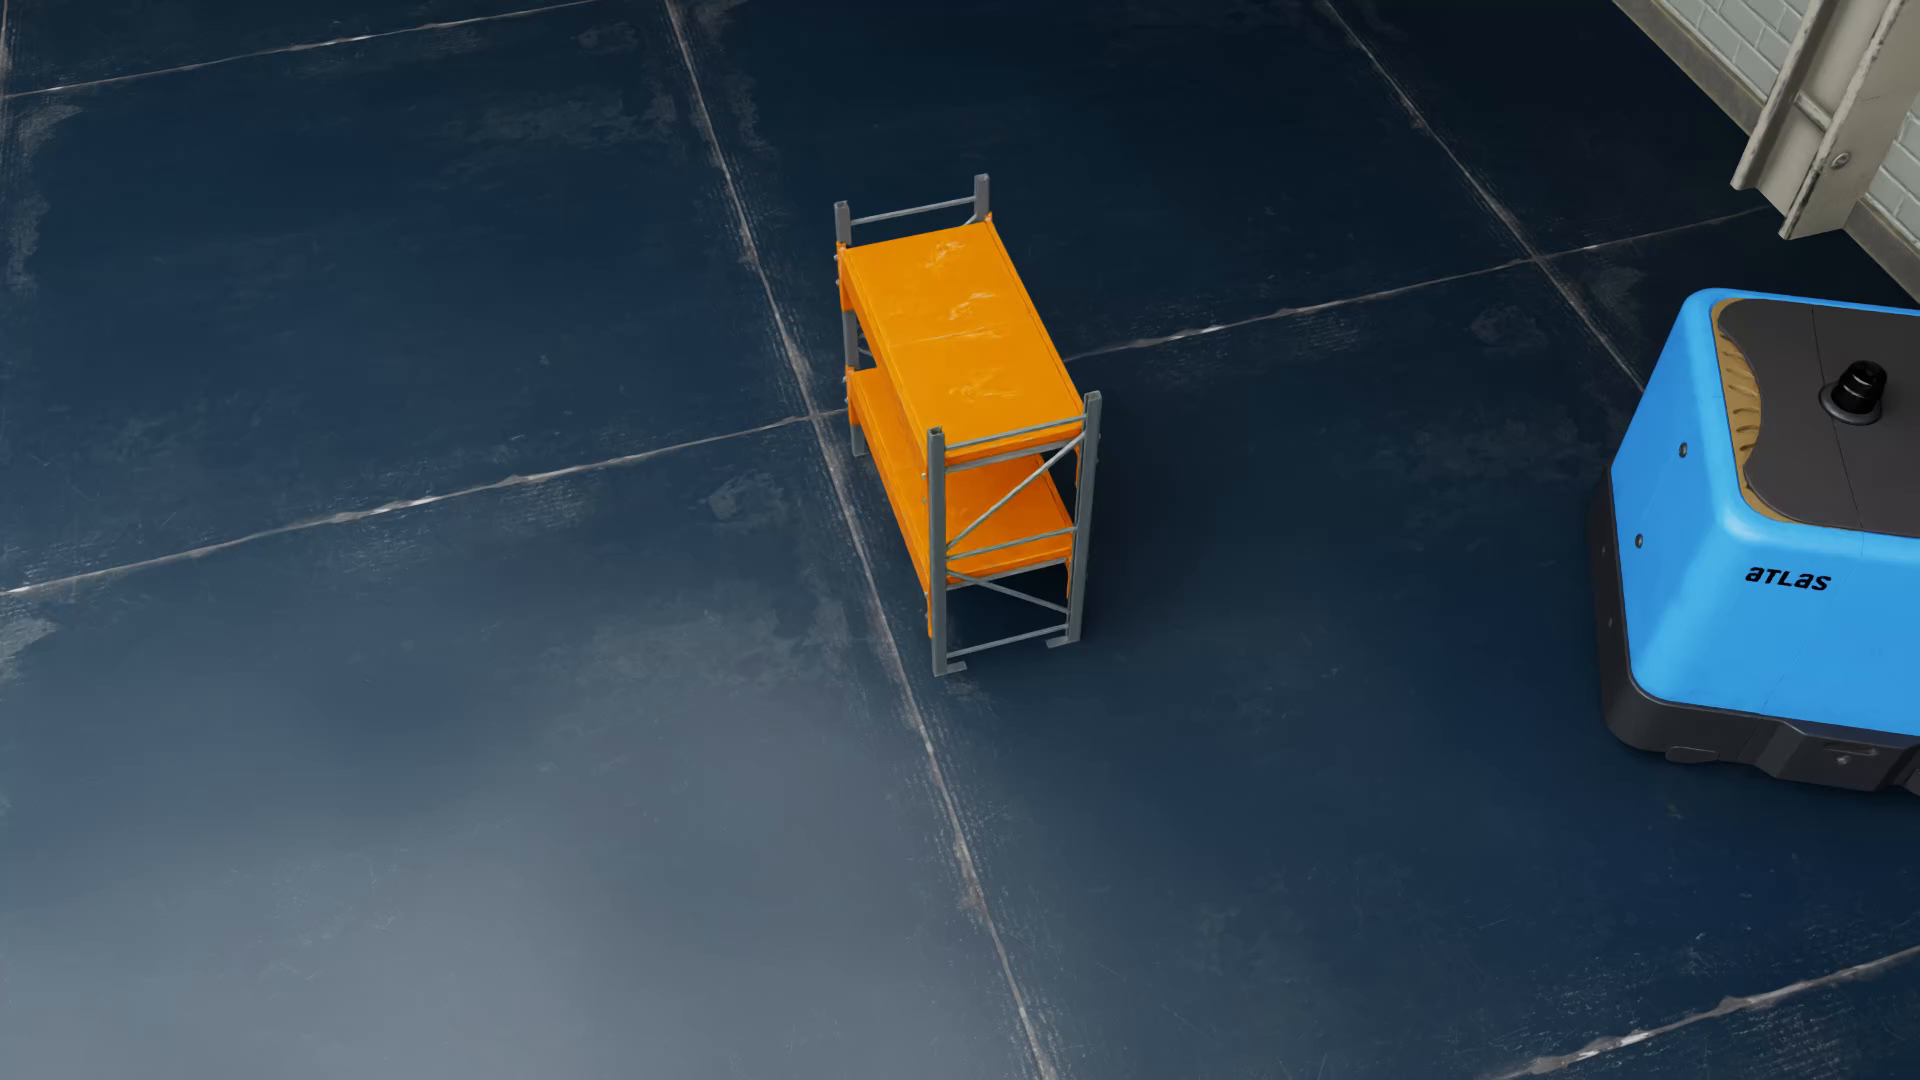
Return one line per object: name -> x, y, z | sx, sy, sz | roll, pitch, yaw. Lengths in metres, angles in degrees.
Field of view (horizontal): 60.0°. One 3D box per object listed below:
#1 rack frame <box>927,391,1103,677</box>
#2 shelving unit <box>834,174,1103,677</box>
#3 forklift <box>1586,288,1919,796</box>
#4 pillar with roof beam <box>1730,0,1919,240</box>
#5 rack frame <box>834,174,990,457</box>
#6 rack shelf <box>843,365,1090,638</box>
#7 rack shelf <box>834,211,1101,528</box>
rack frame -> 0.152, 0.014, 5.003 | 0.500, 1.125, 0.032 | -13, 51, -11
shelving unit -> 0.002, -0.358, 5.316 | 0.538, 1.125, 1.048 | -13, 51, -11
forklift -> 3.575, -0.463, 4.223 | 3.031, 2.935, 1.130 | 8, 50, 6
pillar with roof beam -> -0.659, -3.327, 2.669 | 9.100, 9.000, 0.400 | -13, 51, -11
rack frame -> -0.148, -0.729, 5.629 | 0.500, 1.125, 0.032 | -13, 51, -11
rack shelf -> 0.002, -0.200, 5.503 | 0.538, 0.278, 1.000 | -13, 51, -11
rack shelf -> 0.002, -0.546, 5.092 | 0.538, 0.278, 1.000 | -13, 51, -11
